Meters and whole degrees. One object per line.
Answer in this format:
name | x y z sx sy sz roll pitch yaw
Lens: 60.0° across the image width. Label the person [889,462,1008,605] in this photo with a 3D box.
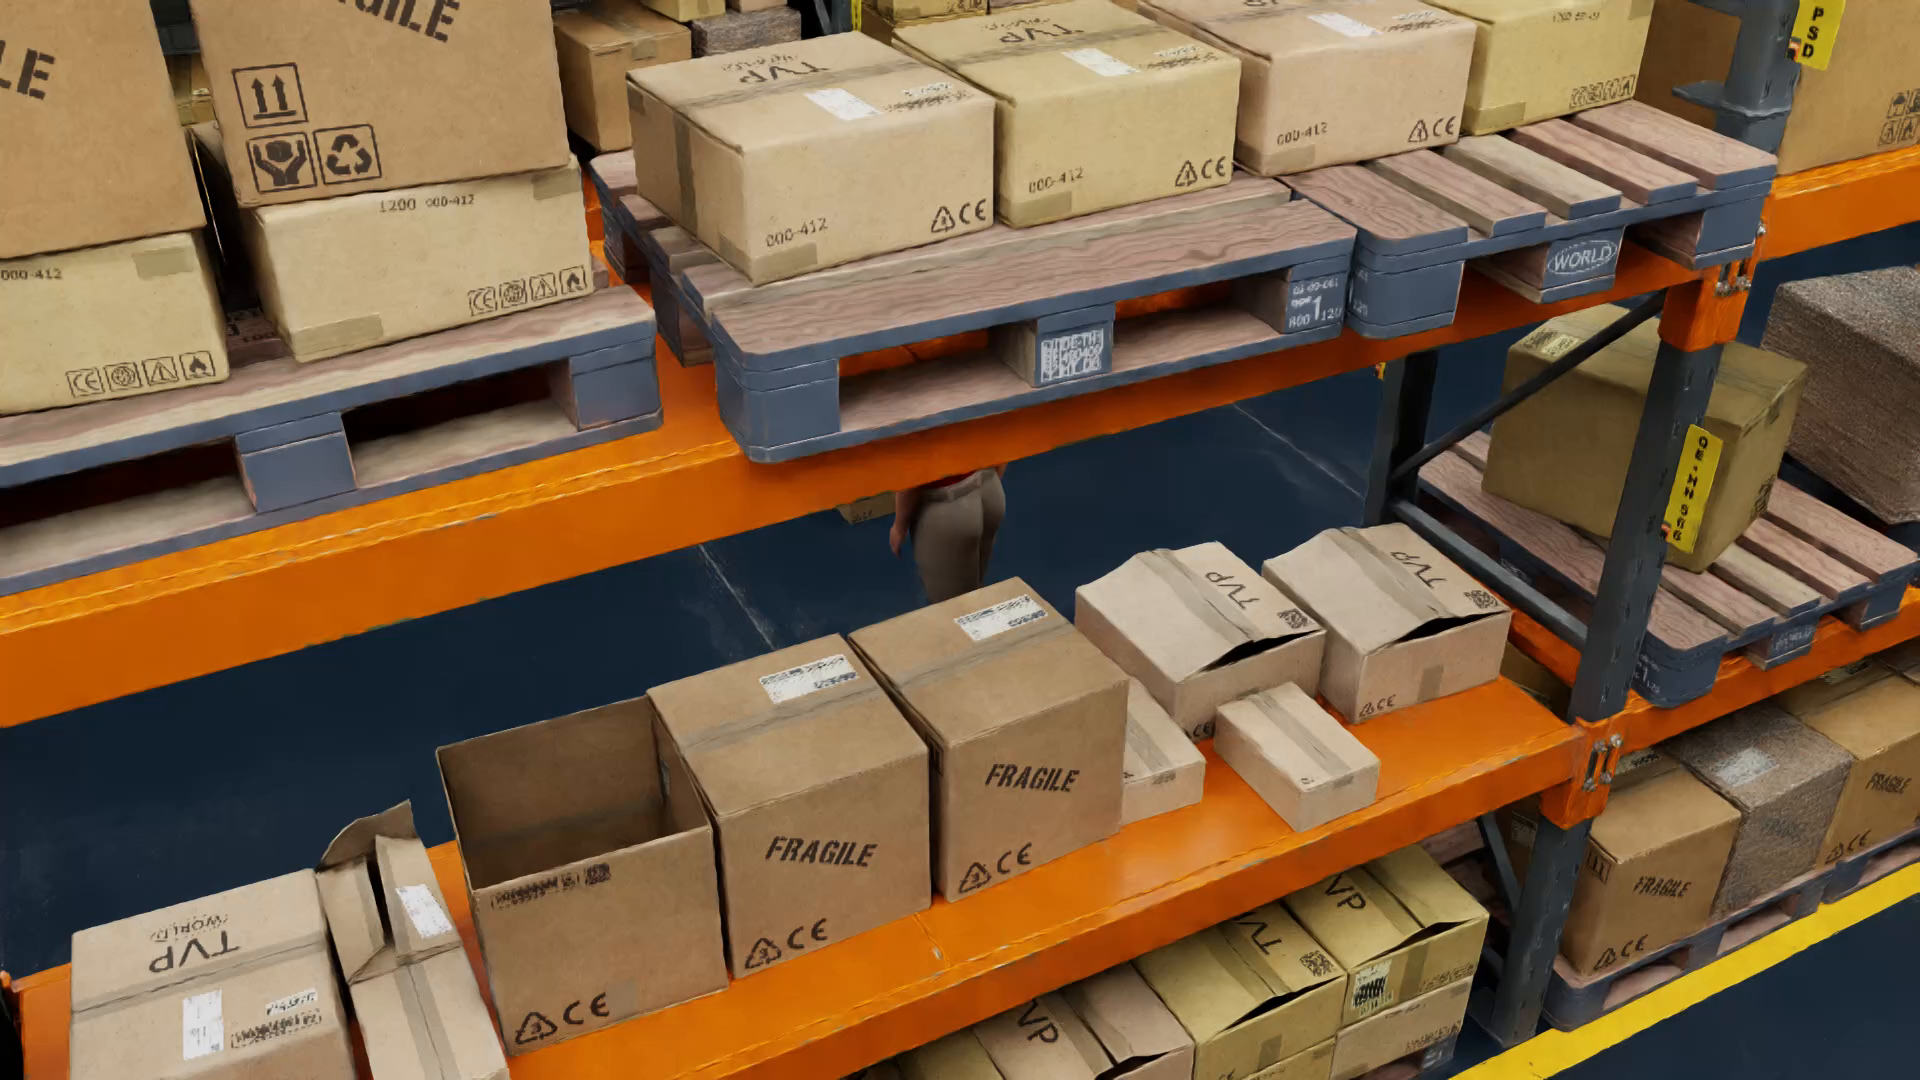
person | -0.024 -0.098 6.299 0.493 1.740 0.541 21 38 29
